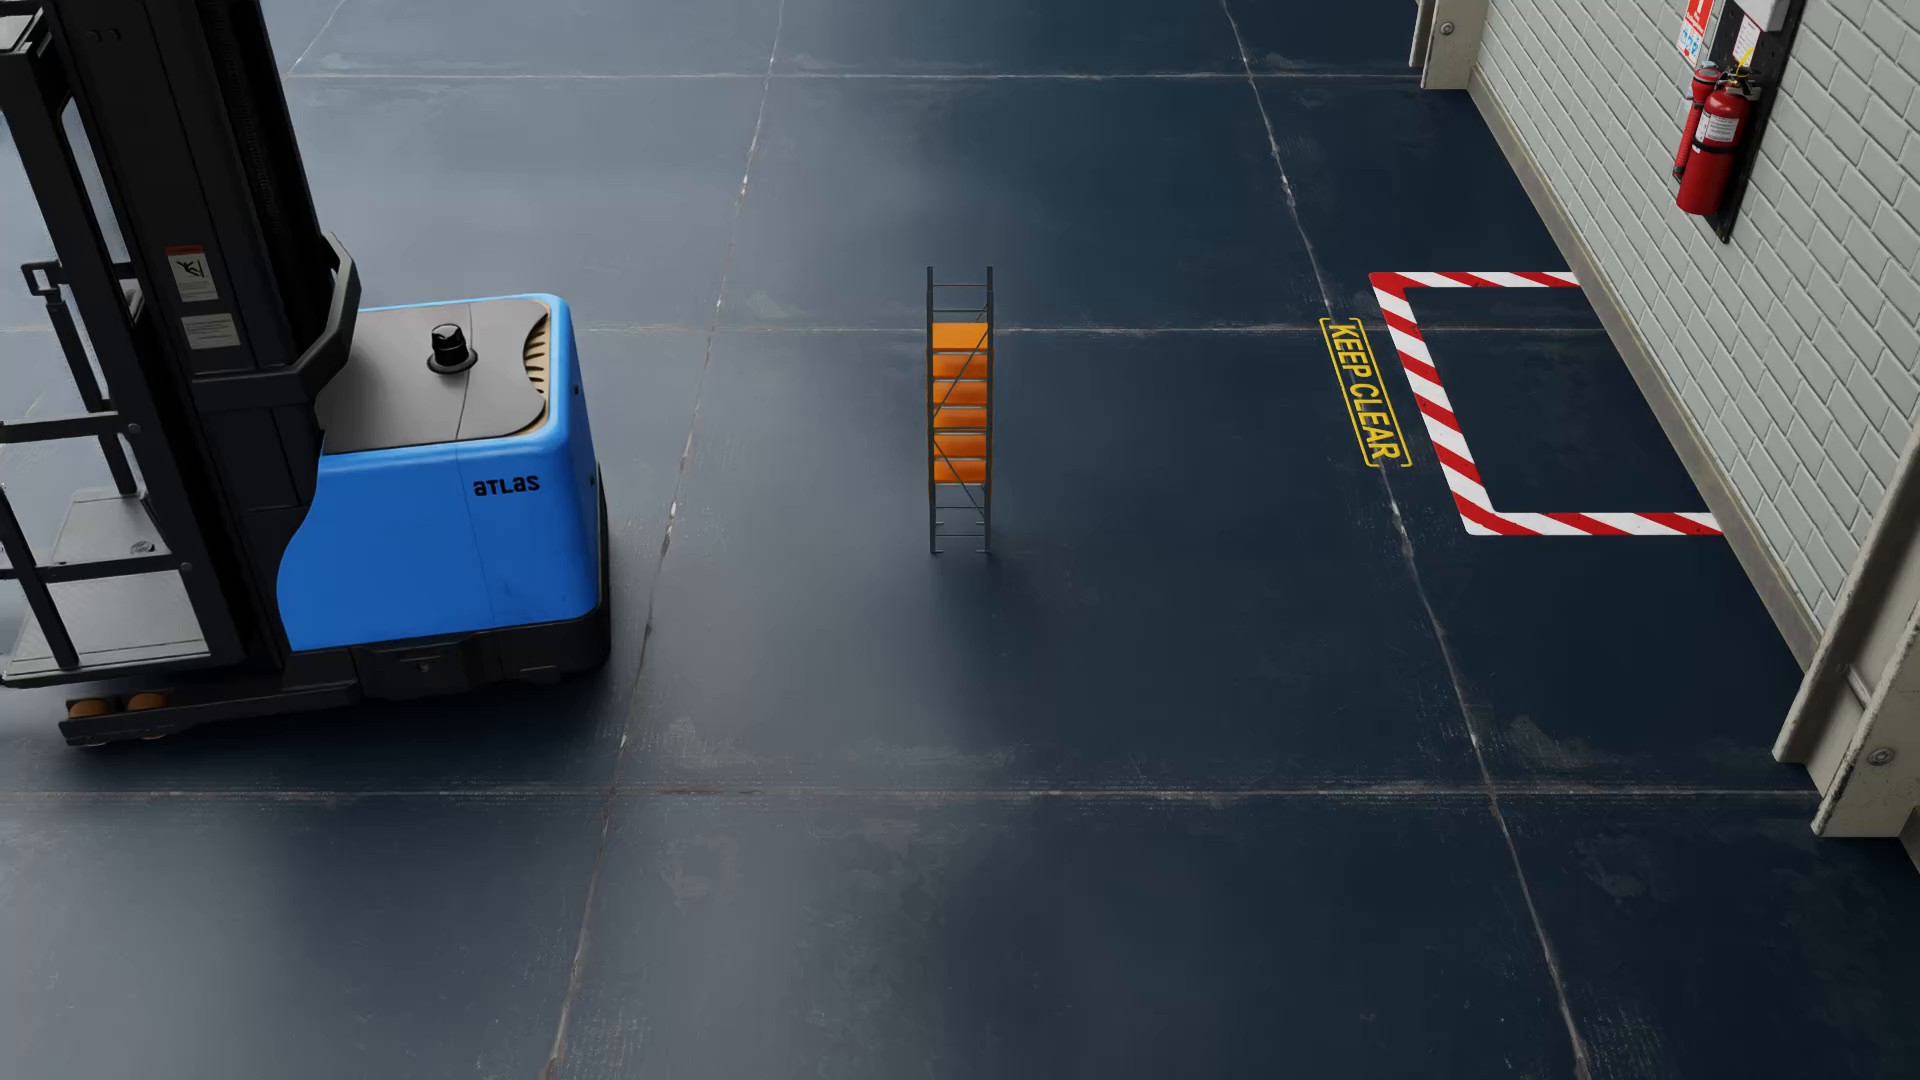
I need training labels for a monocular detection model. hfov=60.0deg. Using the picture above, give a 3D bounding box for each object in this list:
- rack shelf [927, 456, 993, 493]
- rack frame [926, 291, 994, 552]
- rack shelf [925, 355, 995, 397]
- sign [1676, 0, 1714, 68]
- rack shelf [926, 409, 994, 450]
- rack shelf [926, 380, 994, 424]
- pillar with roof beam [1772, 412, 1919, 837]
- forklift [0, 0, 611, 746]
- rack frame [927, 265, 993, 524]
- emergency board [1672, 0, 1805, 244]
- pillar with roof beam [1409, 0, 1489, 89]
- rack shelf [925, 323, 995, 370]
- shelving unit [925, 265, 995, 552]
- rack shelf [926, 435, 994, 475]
[{"bbox_3d":[0.000,-0.255,6.564,0.258,0.103,0.180,0,39,0],"label":"rack shelf"},{"bbox_3d":[0.000,-0.420,6.315,0.240,1.200,0.006,0,39,0],"label":"rack frame"},{"bbox_3d":[0.000,-0.630,6.264,0.258,0.103,0.180,0,39,0],"label":"rack shelf"},{"bbox_3d":[3.136,-2.215,7.087,0.001,0.329,0.234,0,39,0],"label":"sign"},{"bbox_3d":[0.000,-0.443,6.414,0.258,0.103,0.180,0,39,0],"label":"rack shelf"},{"bbox_3d":[0.000,-0.536,6.339,0.258,0.103,0.180,0,39,0],"label":"rack shelf"},{"bbox_3d":[-1.307,-2.648,2.858,9.100,9.000,0.400,0,39,0],"label":"pillar with roof beam"},{"bbox_3d":[-2.854,-0.777,5.376,3.031,2.935,1.130,-6,39,-8],"label":"forklift"},{"bbox_3d":[0.000,-0.534,6.457,0.240,1.200,0.006,0,39,0],"label":"rack frame"},{"bbox_3d":[3.034,-1.855,6.667,0.194,1.169,0.643,0,39,0],"label":"emergency board"},{"bbox_3d":[-1.314,-6.400,7.540,9.100,9.000,0.400,0,39,0],"label":"pillar with roof beam"},{"bbox_3d":[0.000,-0.724,6.189,0.258,0.103,0.180,0,39,0],"label":"rack shelf"},{"bbox_3d":[0.000,-0.477,6.386,0.258,1.200,0.189,0,39,0],"label":"shelving unit"},{"bbox_3d":[0.000,-0.349,6.489,0.258,0.103,0.180,0,39,0],"label":"rack shelf"}]
